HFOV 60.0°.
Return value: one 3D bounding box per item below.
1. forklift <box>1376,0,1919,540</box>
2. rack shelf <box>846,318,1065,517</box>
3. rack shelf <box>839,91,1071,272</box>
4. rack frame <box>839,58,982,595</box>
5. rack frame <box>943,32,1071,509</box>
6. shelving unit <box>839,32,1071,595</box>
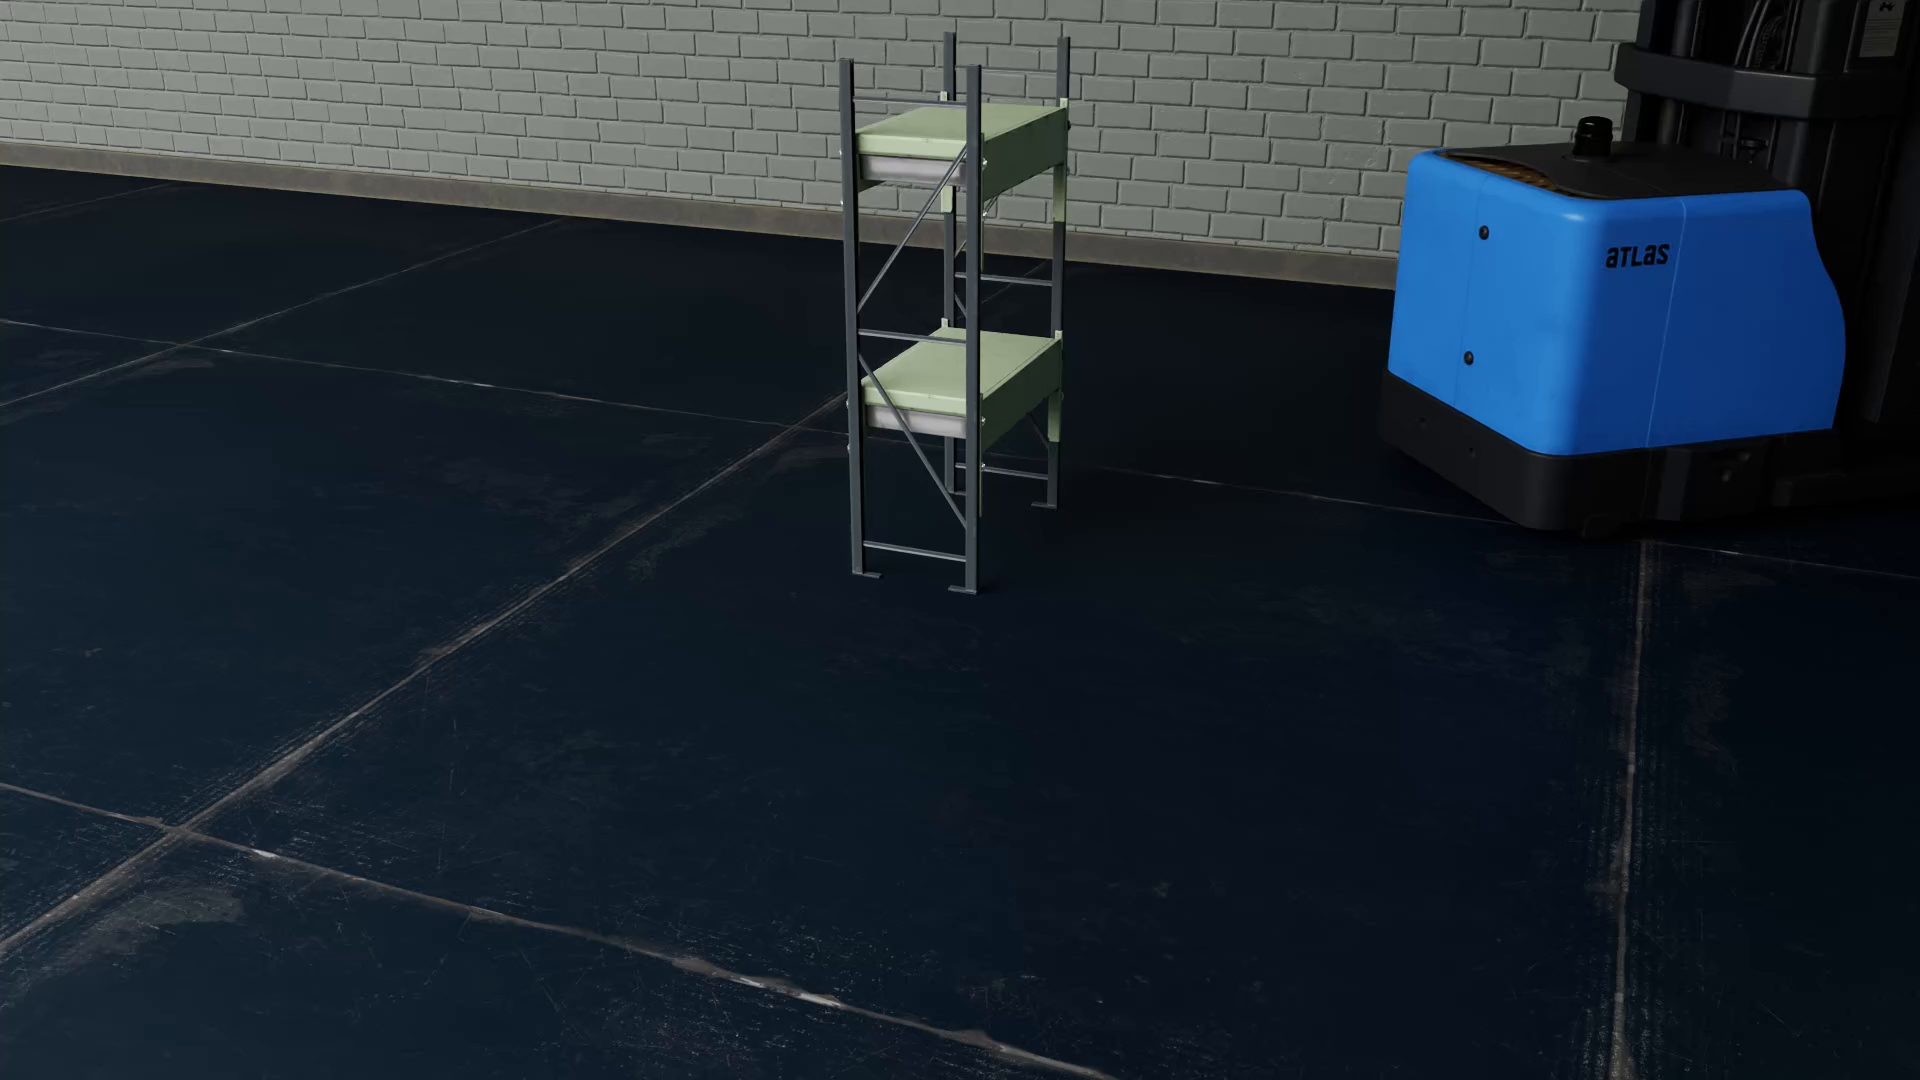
[{"bbox_3d":[3.072,-1.657,5.414,3.031,2.935,1.130,-6,23,-15],"label":"forklift"},{"bbox_3d":[0.002,-0.394,5.092,0.431,0.370,0.720,9,24,20],"label":"rack shelf"},{"bbox_3d":[0.002,-1.055,4.816,0.431,0.370,0.720,9,24,20],"label":"rack shelf"},{"bbox_3d":[-0.133,-0.563,4.653,0.400,1.500,0.023,9,24,20],"label":"rack frame"},{"bbox_3d":[0.138,-0.825,5.280,0.400,1.500,0.023,9,24,20],"label":"rack frame"},{"bbox_3d":[0.002,-0.694,4.967,0.431,1.500,0.755,9,24,20],"label":"shelving unit"}]
